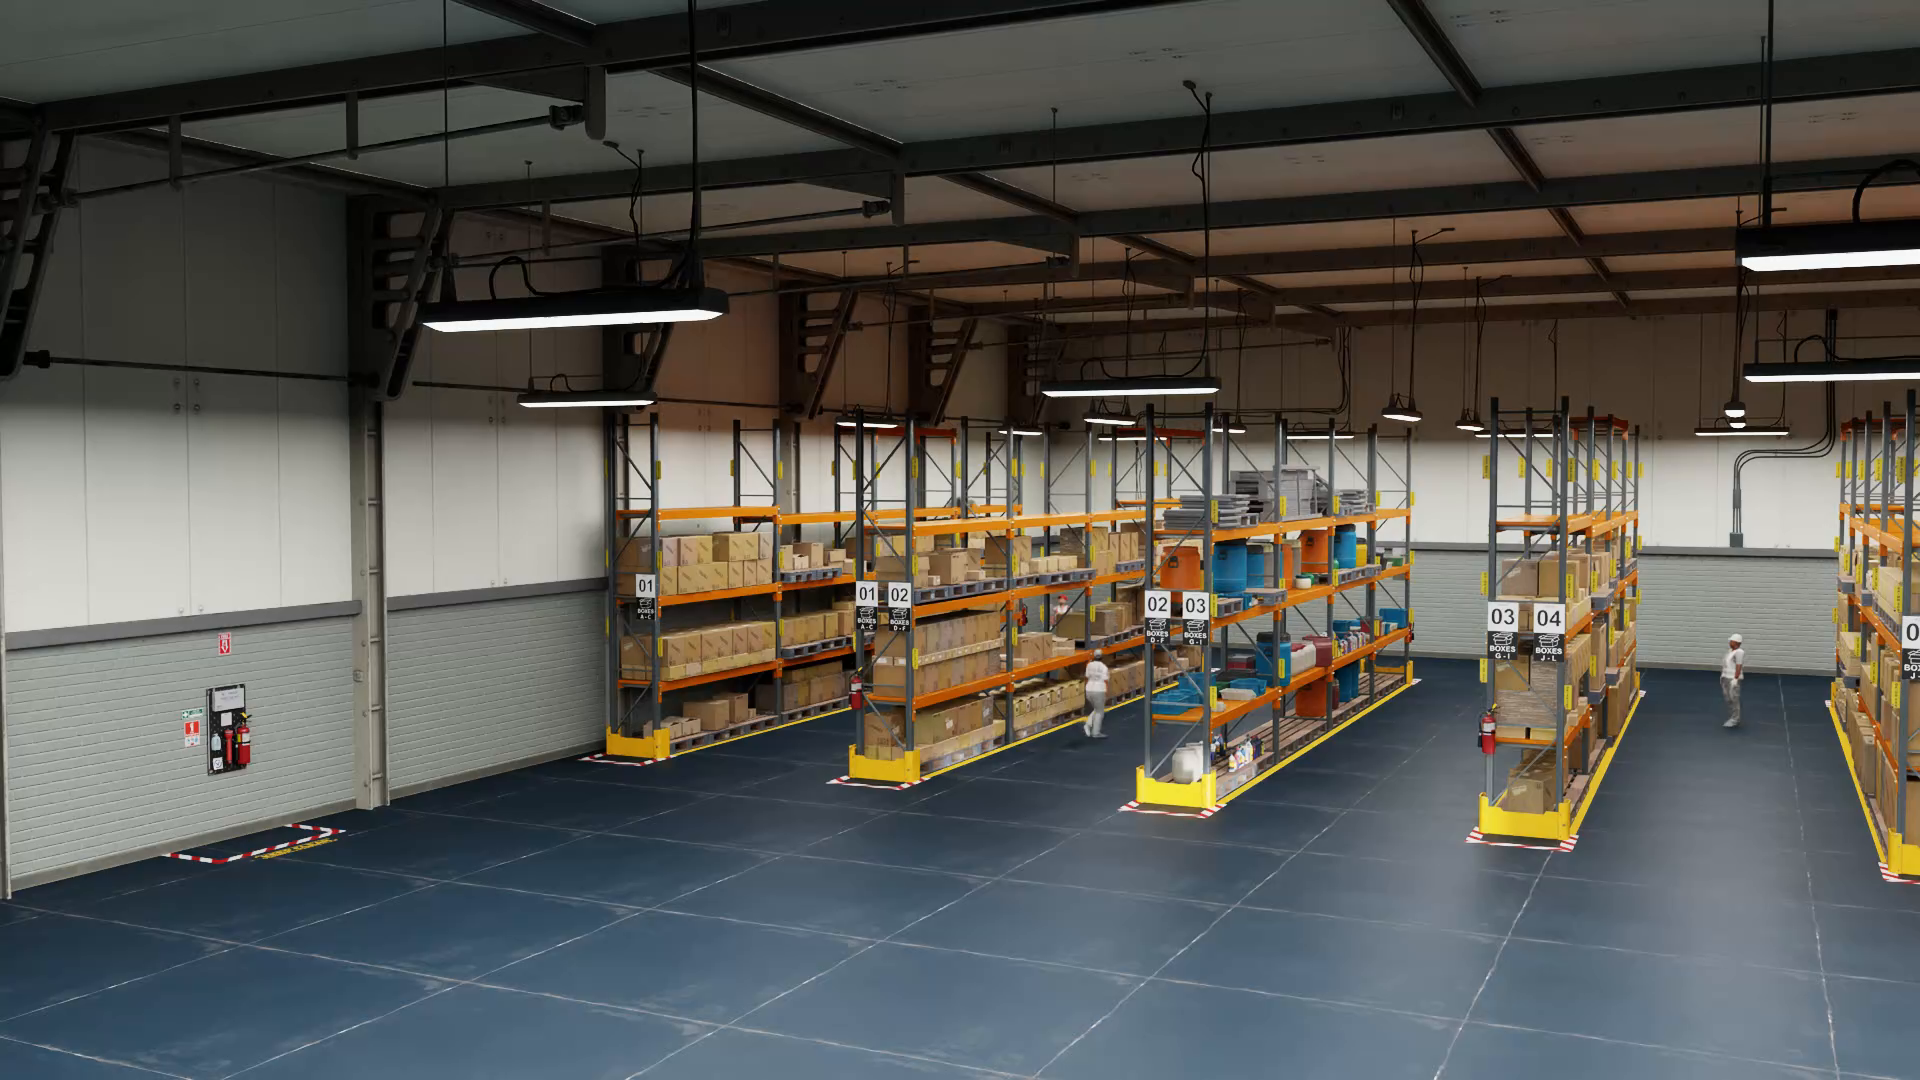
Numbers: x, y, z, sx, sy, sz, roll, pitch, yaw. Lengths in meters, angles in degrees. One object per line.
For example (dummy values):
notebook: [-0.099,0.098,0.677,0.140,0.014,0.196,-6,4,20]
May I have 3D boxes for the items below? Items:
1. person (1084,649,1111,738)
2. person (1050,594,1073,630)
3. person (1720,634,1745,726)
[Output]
person: [2.581,2.859,30.962,0.454,1.665,0.483,-1,3,-27]
person: [2.627,2.296,43.337,0.684,1.743,0.683,0,2,-5]
person: [15.166,2.743,32.681,0.512,1.794,0.571,-1,2,-14]
